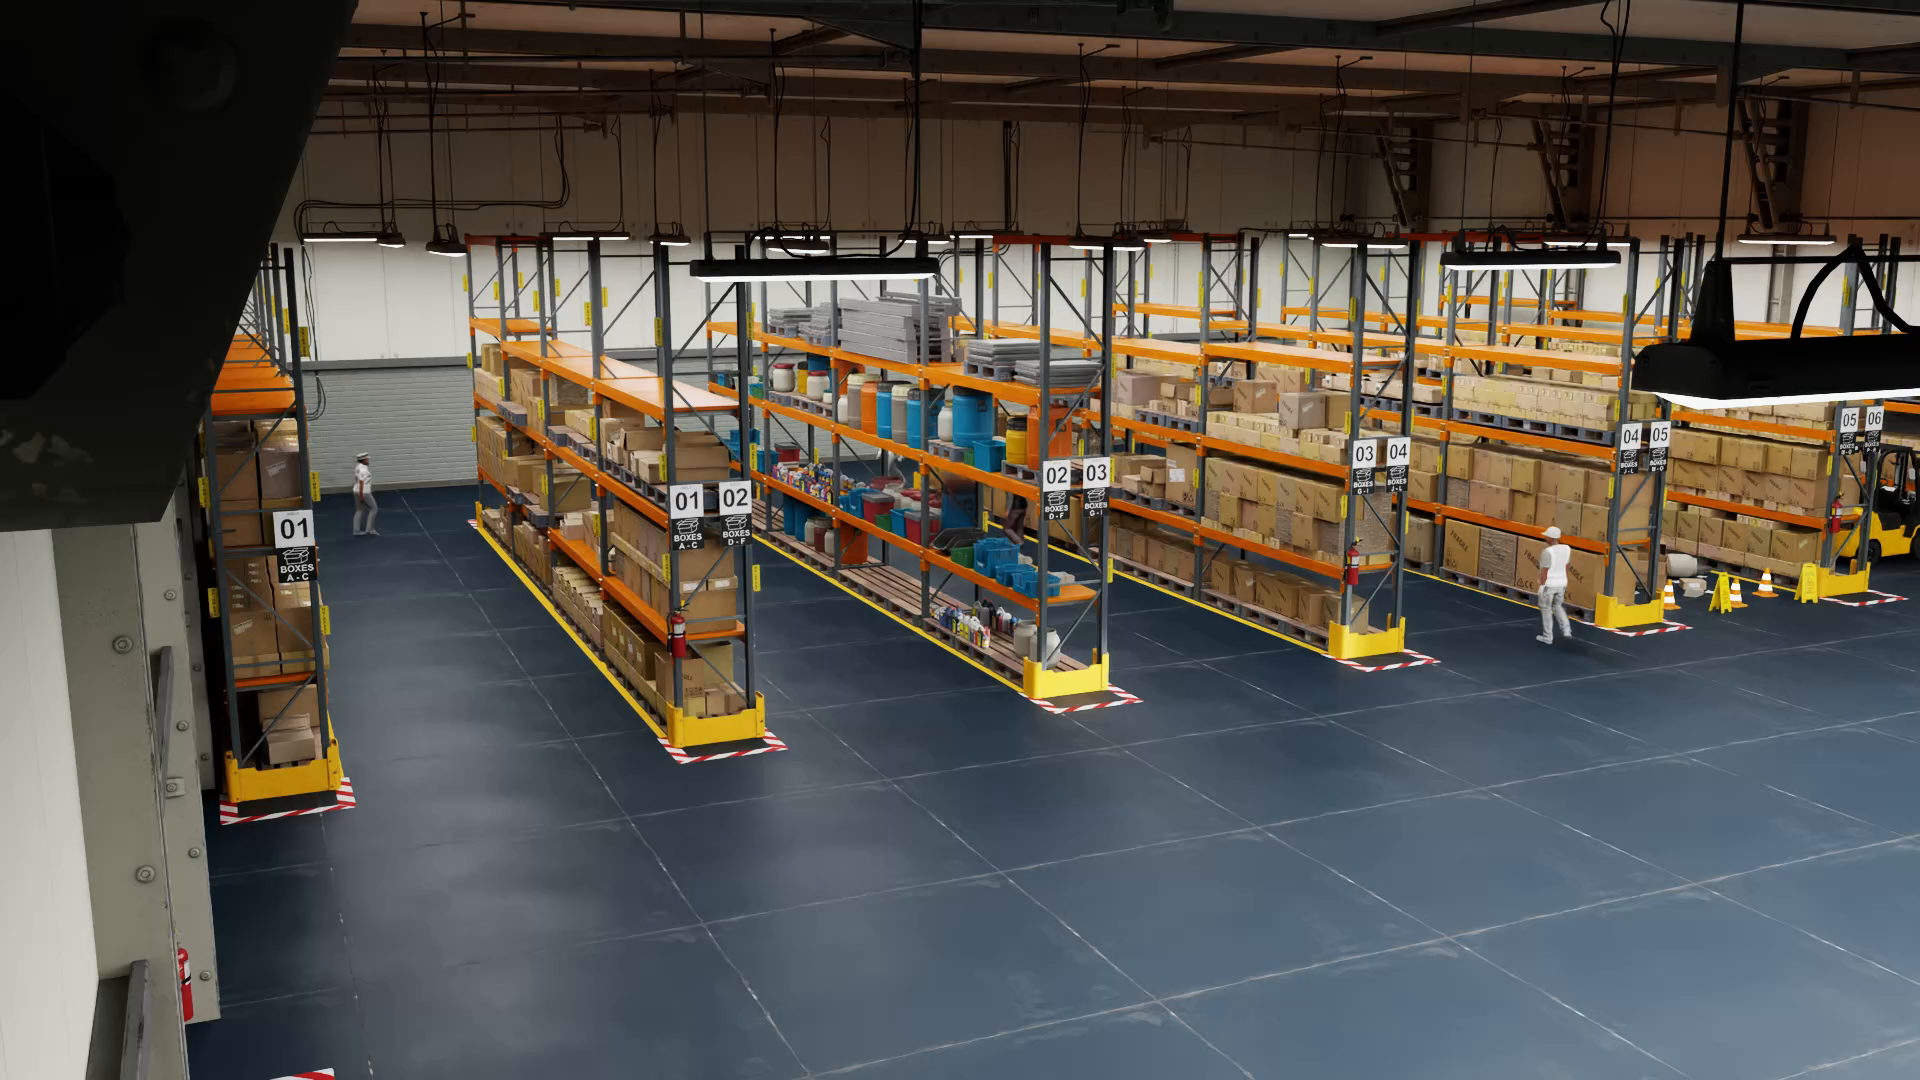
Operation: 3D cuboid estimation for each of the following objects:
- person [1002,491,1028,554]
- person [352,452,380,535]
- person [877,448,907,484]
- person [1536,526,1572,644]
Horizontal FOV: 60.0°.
[{"bbox_3d":[1.101,-0.575,31.418,0.456,1.666,0.558,9,14,38],"label":"person"},{"bbox_3d":[-12.049,-0.904,33.485,0.453,1.687,0.502,10,15,42],"label":"person"},{"bbox_3d":[-1.664,-2.013,39.143,1.056,1.618,0.456,-8,13,-35],"label":"person"},{"bbox_3d":[8.921,0.684,24.952,0.583,1.787,0.509,-4,12,-22],"label":"person"}]
